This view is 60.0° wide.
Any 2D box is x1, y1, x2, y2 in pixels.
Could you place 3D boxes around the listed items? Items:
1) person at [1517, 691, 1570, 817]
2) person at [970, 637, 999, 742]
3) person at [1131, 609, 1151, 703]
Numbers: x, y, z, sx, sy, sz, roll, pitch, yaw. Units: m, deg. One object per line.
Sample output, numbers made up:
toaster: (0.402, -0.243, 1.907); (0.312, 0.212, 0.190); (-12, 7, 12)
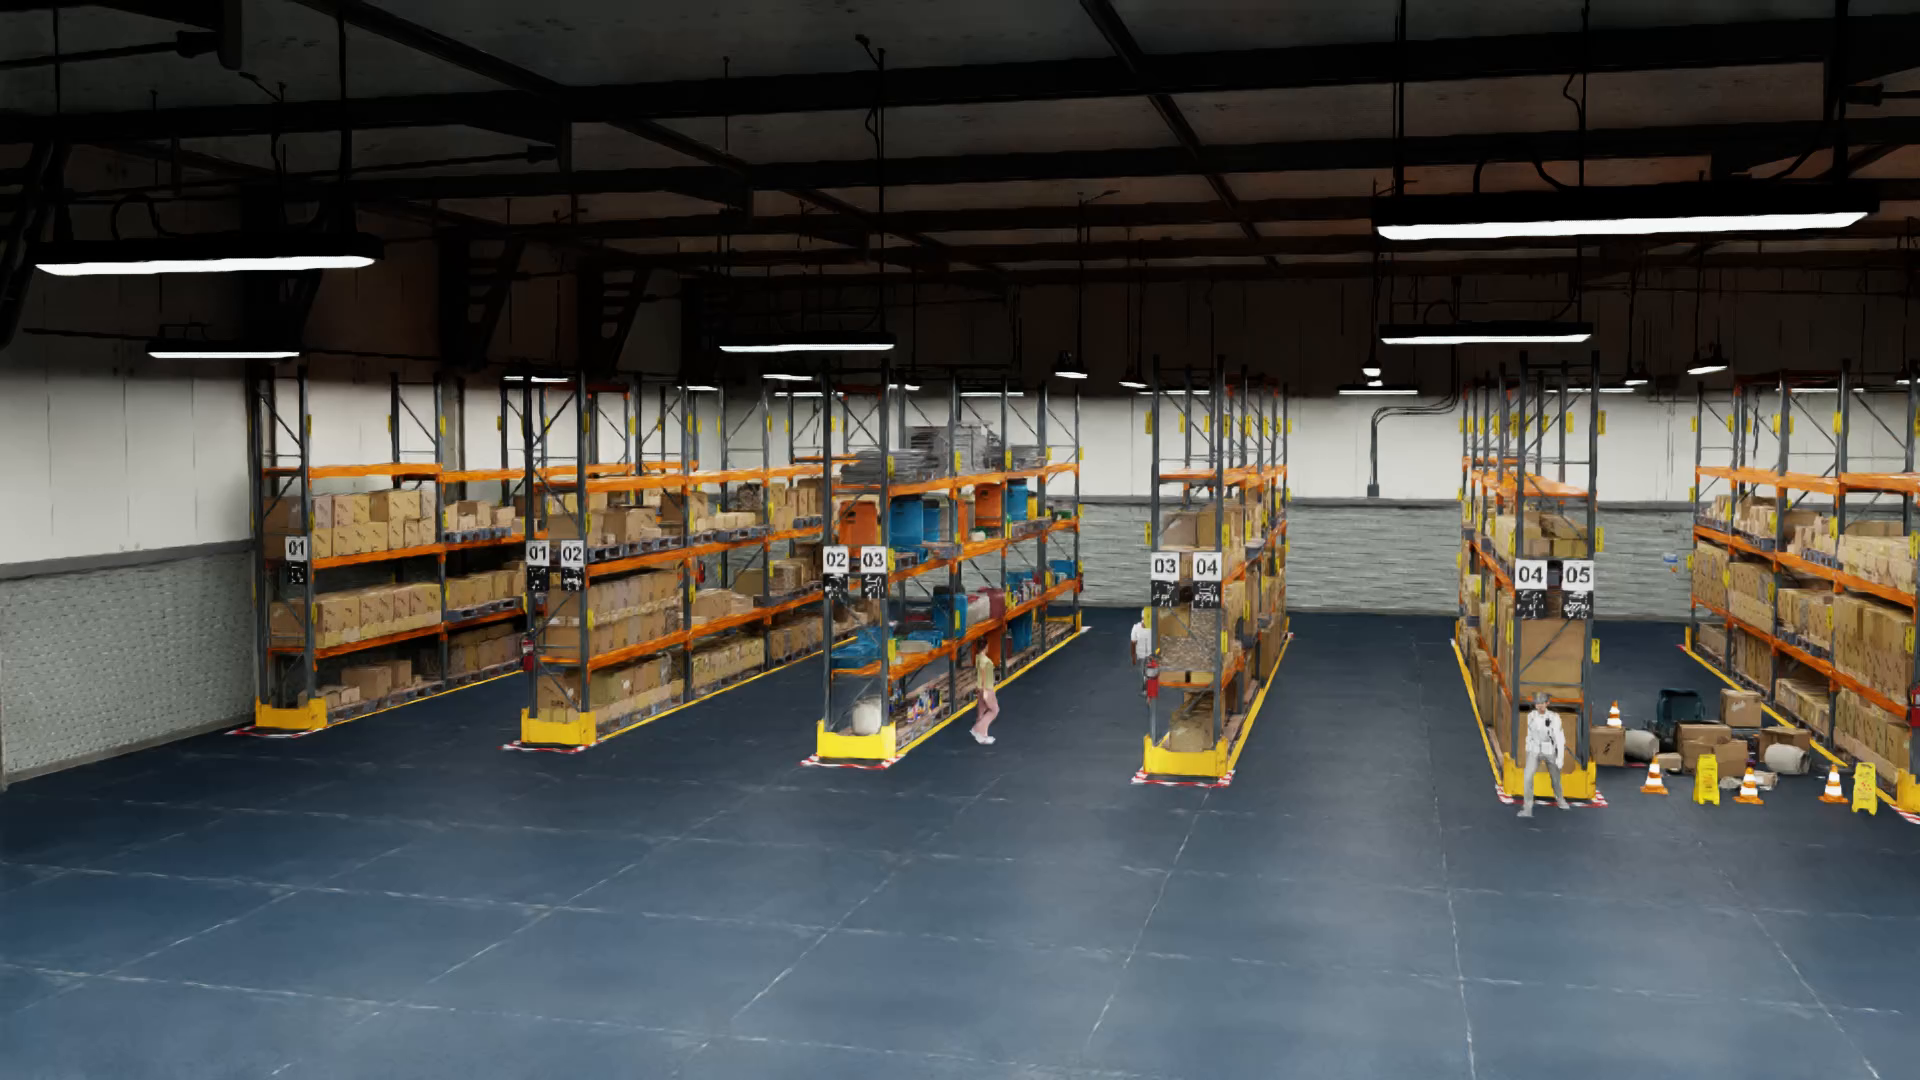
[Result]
person: (7.515, 2.723, 21.352); (0.521, 1.606, 0.939); (3, 5, 36)
person: (0.365, 2.361, 26.203); (0.435, 1.671, 0.493); (-1, 4, -13)
person: (3.380, 2.065, 30.190); (0.577, 1.691, 1.121); (1, 4, 17)
